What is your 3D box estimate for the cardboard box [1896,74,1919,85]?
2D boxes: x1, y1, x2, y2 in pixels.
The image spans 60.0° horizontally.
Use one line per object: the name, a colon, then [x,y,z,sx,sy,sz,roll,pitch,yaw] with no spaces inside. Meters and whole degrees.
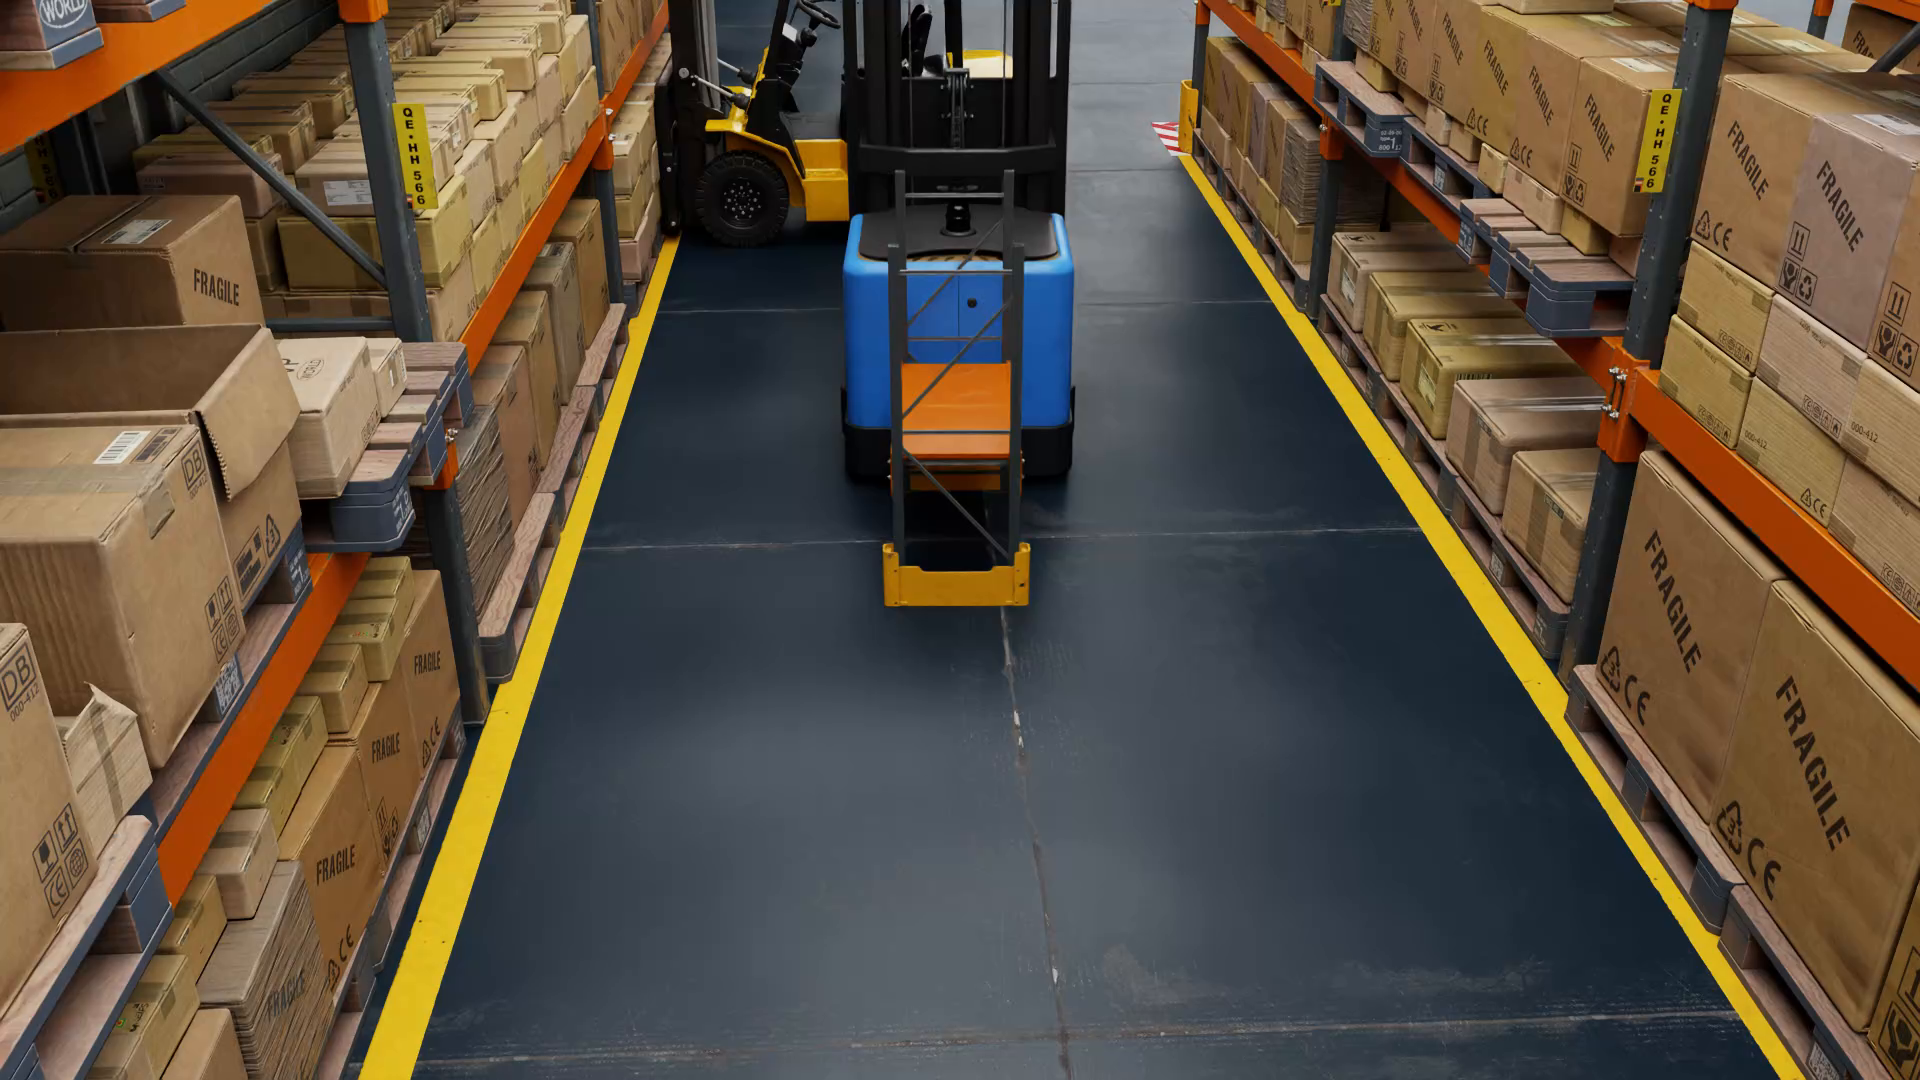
cardboard box: [3.036,-1.053,4.836,0.500,0.500,0.500,-2,28,-4]

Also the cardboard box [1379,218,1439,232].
cardboard box: [2.777,-1.891,10.151,0.500,0.250,0.500,-3,28,-5]

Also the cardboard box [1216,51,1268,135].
cardboard box: [2.129,-3.160,11.774,0.500,0.500,0.500,-2,28,-5]

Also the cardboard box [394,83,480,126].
cardboard box: [-2.055,-1.639,6.340,0.380,0.149,0.250,-1,28,-2]

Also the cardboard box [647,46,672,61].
cardboard box: [-2.259,-3.340,11.849,0.500,0.250,0.500,-1,28,-2]

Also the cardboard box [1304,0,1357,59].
cardboard box: [2.267,-3.020,9.368,0.500,0.500,0.500,-2,28,-4]

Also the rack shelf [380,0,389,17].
rack shelf: [-2.314,-2.611,6.546,1.077,0.370,4.000,-1,28,-3]

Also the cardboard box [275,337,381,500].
cardboard box: [-1.831,-0.316,4.321,0.500,0.250,0.500,-3,28,-5]

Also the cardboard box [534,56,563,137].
cardboard box: [-2.082,-1.984,7.432,0.500,0.250,0.500,-1,28,-2]

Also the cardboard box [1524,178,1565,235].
cardboard box: [2.351,-1.256,6.231,0.380,0.149,0.250,-2,28,-3]

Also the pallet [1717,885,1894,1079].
pallet: [2.774,1.367,4.401,1.003,0.211,1.213,-1,28,-3]

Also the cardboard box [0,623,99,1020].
cardboard box: [-1.829,0.473,2.538,0.700,0.500,0.500,-1,28,-2]

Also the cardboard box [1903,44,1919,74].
cardboard box: [7.417,-3.185,11.956,0.875,0.875,0.875,-2,28,-3]

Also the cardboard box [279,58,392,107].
cardboard box: [-2.528,-1.862,6.767,0.380,0.149,0.250,-1,28,-1]

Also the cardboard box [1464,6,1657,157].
cardboard box: [2.381,-1.835,6.641,0.500,0.500,0.500,-3,28,-6]

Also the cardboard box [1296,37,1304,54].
cardboard box: [2.263,-3.027,10.082,0.380,0.149,0.250,-2,28,-3]

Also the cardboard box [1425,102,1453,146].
cardboard box: [2.292,-1.854,7.379,0.380,0.149,0.250,0,28,-1]

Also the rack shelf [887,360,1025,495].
rack shelf: [-0.019,-0.488,6.953,0.538,0.185,1.000,0,28,0]

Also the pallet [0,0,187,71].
pallet: [-2.022,-0.857,2.610,1.213,0.211,1.003,-1,28,-3]

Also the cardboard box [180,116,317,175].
cardboard box: [-2.506,-1.393,5.867,0.380,0.149,0.250,-1,28,-3]

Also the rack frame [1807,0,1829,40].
rack frame: [7.268,-4.658,12.938,1.000,3.000,0.127,-1,28,-3]

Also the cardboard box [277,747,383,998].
cardboard box: [-1.927,0.909,4.512,0.500,0.500,0.500,0,28,0]

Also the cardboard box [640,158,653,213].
cardboard box: [-2.163,-2.175,10.156,0.500,0.250,0.500,-2,28,-3]

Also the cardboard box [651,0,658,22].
cardboard box: [-2.294,-3.718,11.026,0.500,0.500,0.500,-2,28,-4]

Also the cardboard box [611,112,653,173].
cardboard box: [-2.147,-2.401,10.048,0.500,0.250,0.500,-1,28,-3]

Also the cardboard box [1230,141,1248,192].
cardboard box: [2.156,-2.592,11.496,0.500,0.250,0.500,0,28,1]

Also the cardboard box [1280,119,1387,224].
cardboard box: [2.240,-2.211,9.954,0.500,0.500,0.500,-2,28,-3]

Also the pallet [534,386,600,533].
pallet: [-2.274,-0.383,7.756,1.003,0.211,1.213,-1,28,-3]

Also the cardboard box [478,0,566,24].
cardboard box: [-2.147,-2.584,8.151,0.380,0.149,0.250,-2,28,-3]

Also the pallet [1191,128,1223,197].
pallet: [2.341,-2.845,12.476,1.003,0.211,1.213,-1,28,-3]

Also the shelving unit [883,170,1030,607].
shelving unit: [-0.018,-0.644,6.862,0.587,1.500,1.083,0,28,0]

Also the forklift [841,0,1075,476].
forklift: [-0.018,-2.232,8.360,1.130,2.935,3.031,0,28,0]

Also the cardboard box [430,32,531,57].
cardboard box: [-2.082,-2.114,7.249,0.380,0.149,0.250,-1,28,-2]

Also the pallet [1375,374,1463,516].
pallet: [2.648,-0.484,7.950,1.003,0.211,1.213,-1,28,-3]

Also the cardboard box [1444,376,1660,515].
cardboard box: [2.681,-0.421,7.200,0.950,0.372,0.625,-2,28,-4]

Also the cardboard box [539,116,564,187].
cardboard box: [-2.103,-1.768,7.559,0.500,0.250,0.500,-1,28,-2]

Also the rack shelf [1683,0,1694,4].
rack shelf: [2.643,-2.732,6.779,1.077,0.370,4.000,-1,28,-3]

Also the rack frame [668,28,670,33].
rack frame: [-2.627,-4.371,12.386,1.000,3.000,0.127,-1,28,-3]

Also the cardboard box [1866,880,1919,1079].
cardboard box: [2.789,1.104,3.733,0.875,0.875,0.875,-1,28,-1]

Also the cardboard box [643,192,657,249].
cardboard box: [-2.155,-1.956,10.276,0.500,0.250,0.500,-2,28,-4]

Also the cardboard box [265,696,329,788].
cardboard box: [-1.947,0.551,4.497,0.380,0.149,0.250,-1,28,-1]

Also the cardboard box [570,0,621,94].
cardboard box: [-2.180,-2.779,9.226,0.500,0.500,0.500,-2,28,-4]

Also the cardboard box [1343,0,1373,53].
cardboard box: [2.277,-2.784,8.460,0.500,0.500,0.500,-1,28,-1]

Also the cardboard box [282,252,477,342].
cardboard box: [-1.988,-0.820,5.742,0.500,0.250,0.500,-1,28,-2]

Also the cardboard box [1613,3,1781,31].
cardboard box: [2.886,-1.859,6.687,0.500,0.500,0.500,-1,28,-2]

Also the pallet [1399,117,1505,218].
pallet: [2.603,-1.626,7.331,1.003,0.211,1.213,-1,28,-3]

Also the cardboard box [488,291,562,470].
cardboard box: [-2.305,-0.710,7.482,0.875,0.625,0.625,-2,28,-5]

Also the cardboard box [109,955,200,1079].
cardboard box: [-1.884,1.032,3.575,0.380,0.149,0.250,0,28,-1]

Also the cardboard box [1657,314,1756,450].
cardboard box: [2.522,-0.499,5.126,0.500,0.250,0.500,-2,28,-4]

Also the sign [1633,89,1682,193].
sign: [2.206,-1.259,5.253,0.100,0.325,0.005,-1,28,-3]

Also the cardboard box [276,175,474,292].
cardboard box: [-1.963,-1.043,5.627,0.500,0.250,0.500,-1,28,-3]

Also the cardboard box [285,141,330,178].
cardboard box: [-2.539,-1.268,6.059,0.500,0.250,0.500,-1,28,-2]

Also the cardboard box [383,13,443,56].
cardboard box: [-2.606,-2.330,7.664,0.380,0.149,0.250,-2,28,-3]

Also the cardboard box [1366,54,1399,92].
cardboard box: [2.256,-2.341,8.313,0.380,0.149,0.250,-1,28,-2]

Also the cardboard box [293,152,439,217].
cardboard box: [-1.932,-1.162,5.425,0.380,0.149,0.250,-1,28,-1]

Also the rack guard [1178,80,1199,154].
rack guard: [2.334,-3.349,13.130,1.175,0.500,0.348,-1,28,-3]
